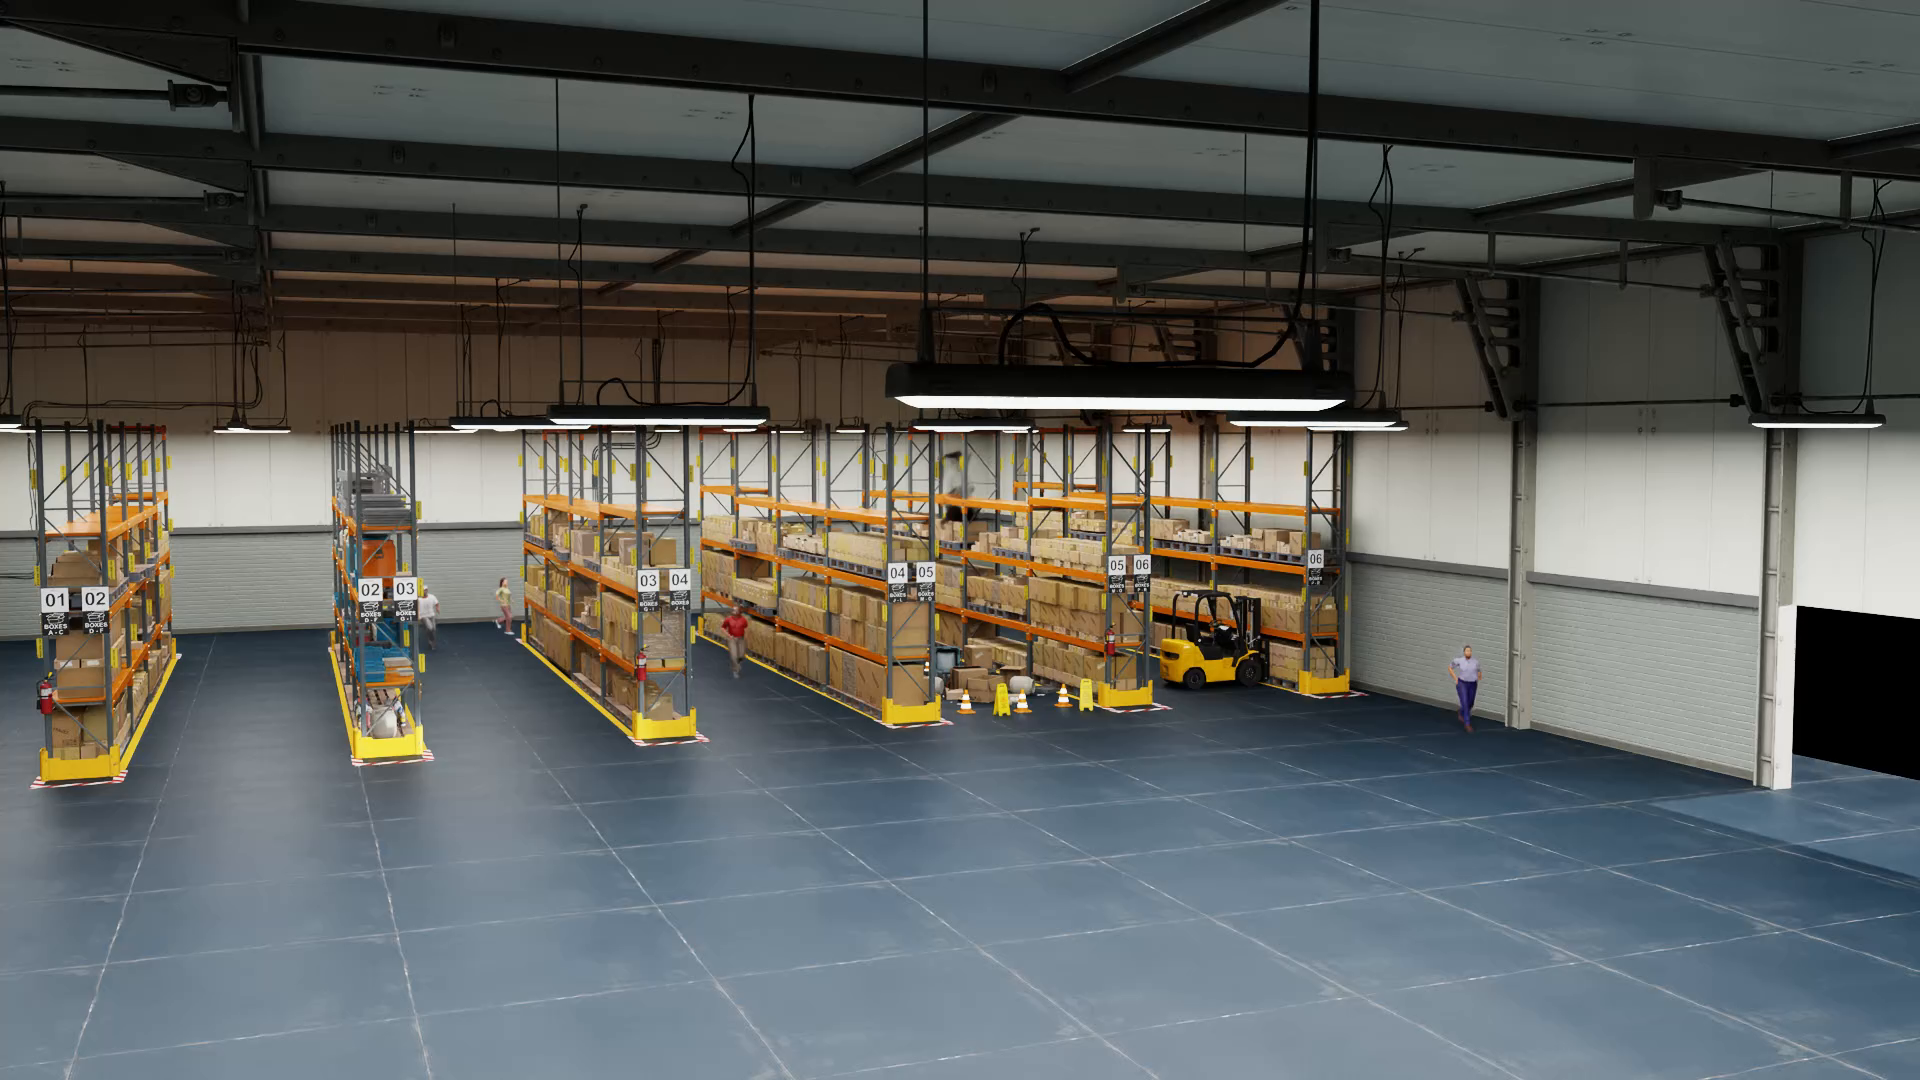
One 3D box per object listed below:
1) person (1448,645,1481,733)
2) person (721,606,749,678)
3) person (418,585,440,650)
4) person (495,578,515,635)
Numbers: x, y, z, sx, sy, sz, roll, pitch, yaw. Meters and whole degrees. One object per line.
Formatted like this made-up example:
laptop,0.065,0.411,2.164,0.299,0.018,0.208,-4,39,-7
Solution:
person,9.884,2.882,32.459,0.608,1.658,0.887,0,4,-7
person,-5.344,2.418,39.627,0.665,1.688,0.604,-1,4,-19
person,-14.331,2.076,44.683,0.677,1.766,0.764,3,5,44
person,-13.210,1.914,48.103,0.659,1.638,0.581,1,4,18
